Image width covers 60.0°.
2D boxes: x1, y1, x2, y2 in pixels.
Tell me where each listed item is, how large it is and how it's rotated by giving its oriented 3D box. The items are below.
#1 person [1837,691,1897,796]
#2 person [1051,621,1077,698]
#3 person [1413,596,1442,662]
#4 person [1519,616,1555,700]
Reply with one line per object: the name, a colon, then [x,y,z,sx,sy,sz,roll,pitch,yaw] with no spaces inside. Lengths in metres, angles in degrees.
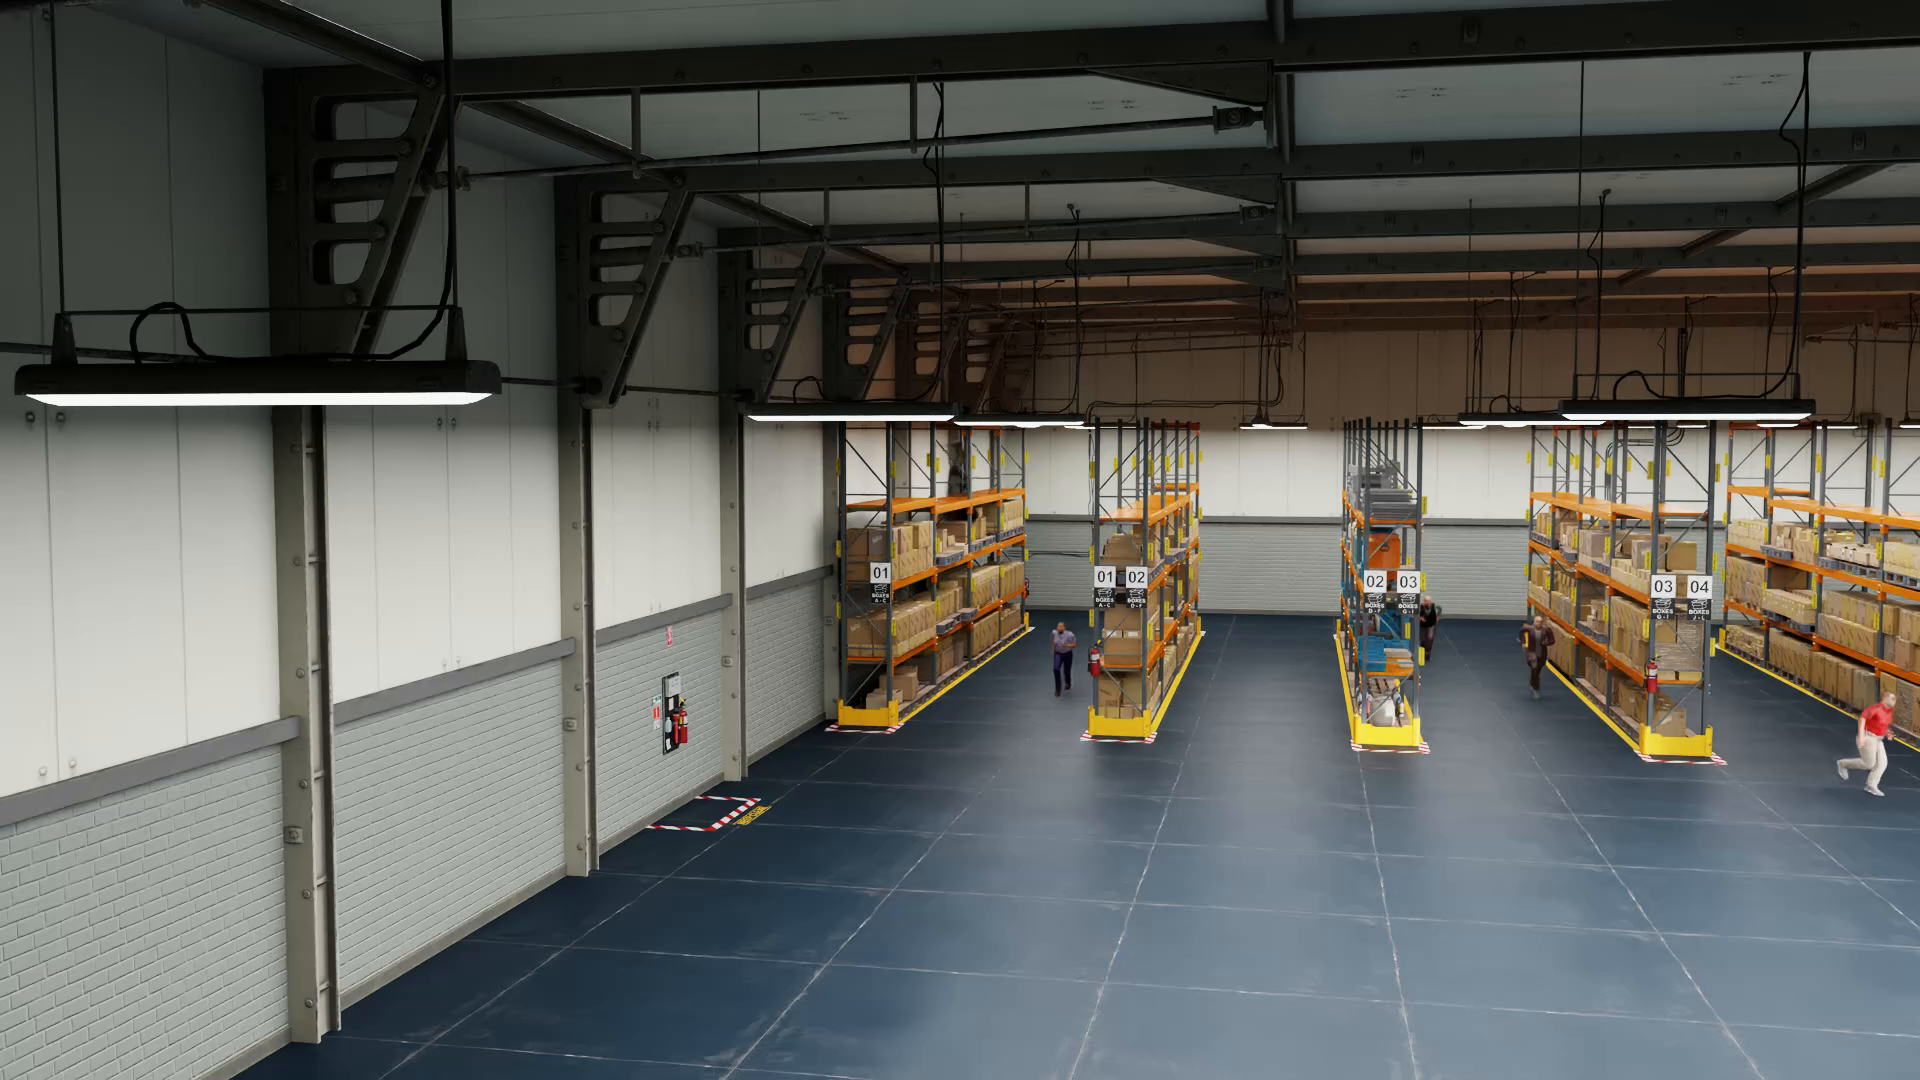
person: [14.441,3.204,26.470,0.662,1.677,0.848,-3,5,-40]
person: [2.255,2.583,36.256,0.587,1.650,0.951,1,4,12]
person: [11.749,2.219,41.855,0.701,1.682,0.989,1,4,10]
person: [12.481,2.521,36.035,0.702,1.801,1.065,0,4,6]
